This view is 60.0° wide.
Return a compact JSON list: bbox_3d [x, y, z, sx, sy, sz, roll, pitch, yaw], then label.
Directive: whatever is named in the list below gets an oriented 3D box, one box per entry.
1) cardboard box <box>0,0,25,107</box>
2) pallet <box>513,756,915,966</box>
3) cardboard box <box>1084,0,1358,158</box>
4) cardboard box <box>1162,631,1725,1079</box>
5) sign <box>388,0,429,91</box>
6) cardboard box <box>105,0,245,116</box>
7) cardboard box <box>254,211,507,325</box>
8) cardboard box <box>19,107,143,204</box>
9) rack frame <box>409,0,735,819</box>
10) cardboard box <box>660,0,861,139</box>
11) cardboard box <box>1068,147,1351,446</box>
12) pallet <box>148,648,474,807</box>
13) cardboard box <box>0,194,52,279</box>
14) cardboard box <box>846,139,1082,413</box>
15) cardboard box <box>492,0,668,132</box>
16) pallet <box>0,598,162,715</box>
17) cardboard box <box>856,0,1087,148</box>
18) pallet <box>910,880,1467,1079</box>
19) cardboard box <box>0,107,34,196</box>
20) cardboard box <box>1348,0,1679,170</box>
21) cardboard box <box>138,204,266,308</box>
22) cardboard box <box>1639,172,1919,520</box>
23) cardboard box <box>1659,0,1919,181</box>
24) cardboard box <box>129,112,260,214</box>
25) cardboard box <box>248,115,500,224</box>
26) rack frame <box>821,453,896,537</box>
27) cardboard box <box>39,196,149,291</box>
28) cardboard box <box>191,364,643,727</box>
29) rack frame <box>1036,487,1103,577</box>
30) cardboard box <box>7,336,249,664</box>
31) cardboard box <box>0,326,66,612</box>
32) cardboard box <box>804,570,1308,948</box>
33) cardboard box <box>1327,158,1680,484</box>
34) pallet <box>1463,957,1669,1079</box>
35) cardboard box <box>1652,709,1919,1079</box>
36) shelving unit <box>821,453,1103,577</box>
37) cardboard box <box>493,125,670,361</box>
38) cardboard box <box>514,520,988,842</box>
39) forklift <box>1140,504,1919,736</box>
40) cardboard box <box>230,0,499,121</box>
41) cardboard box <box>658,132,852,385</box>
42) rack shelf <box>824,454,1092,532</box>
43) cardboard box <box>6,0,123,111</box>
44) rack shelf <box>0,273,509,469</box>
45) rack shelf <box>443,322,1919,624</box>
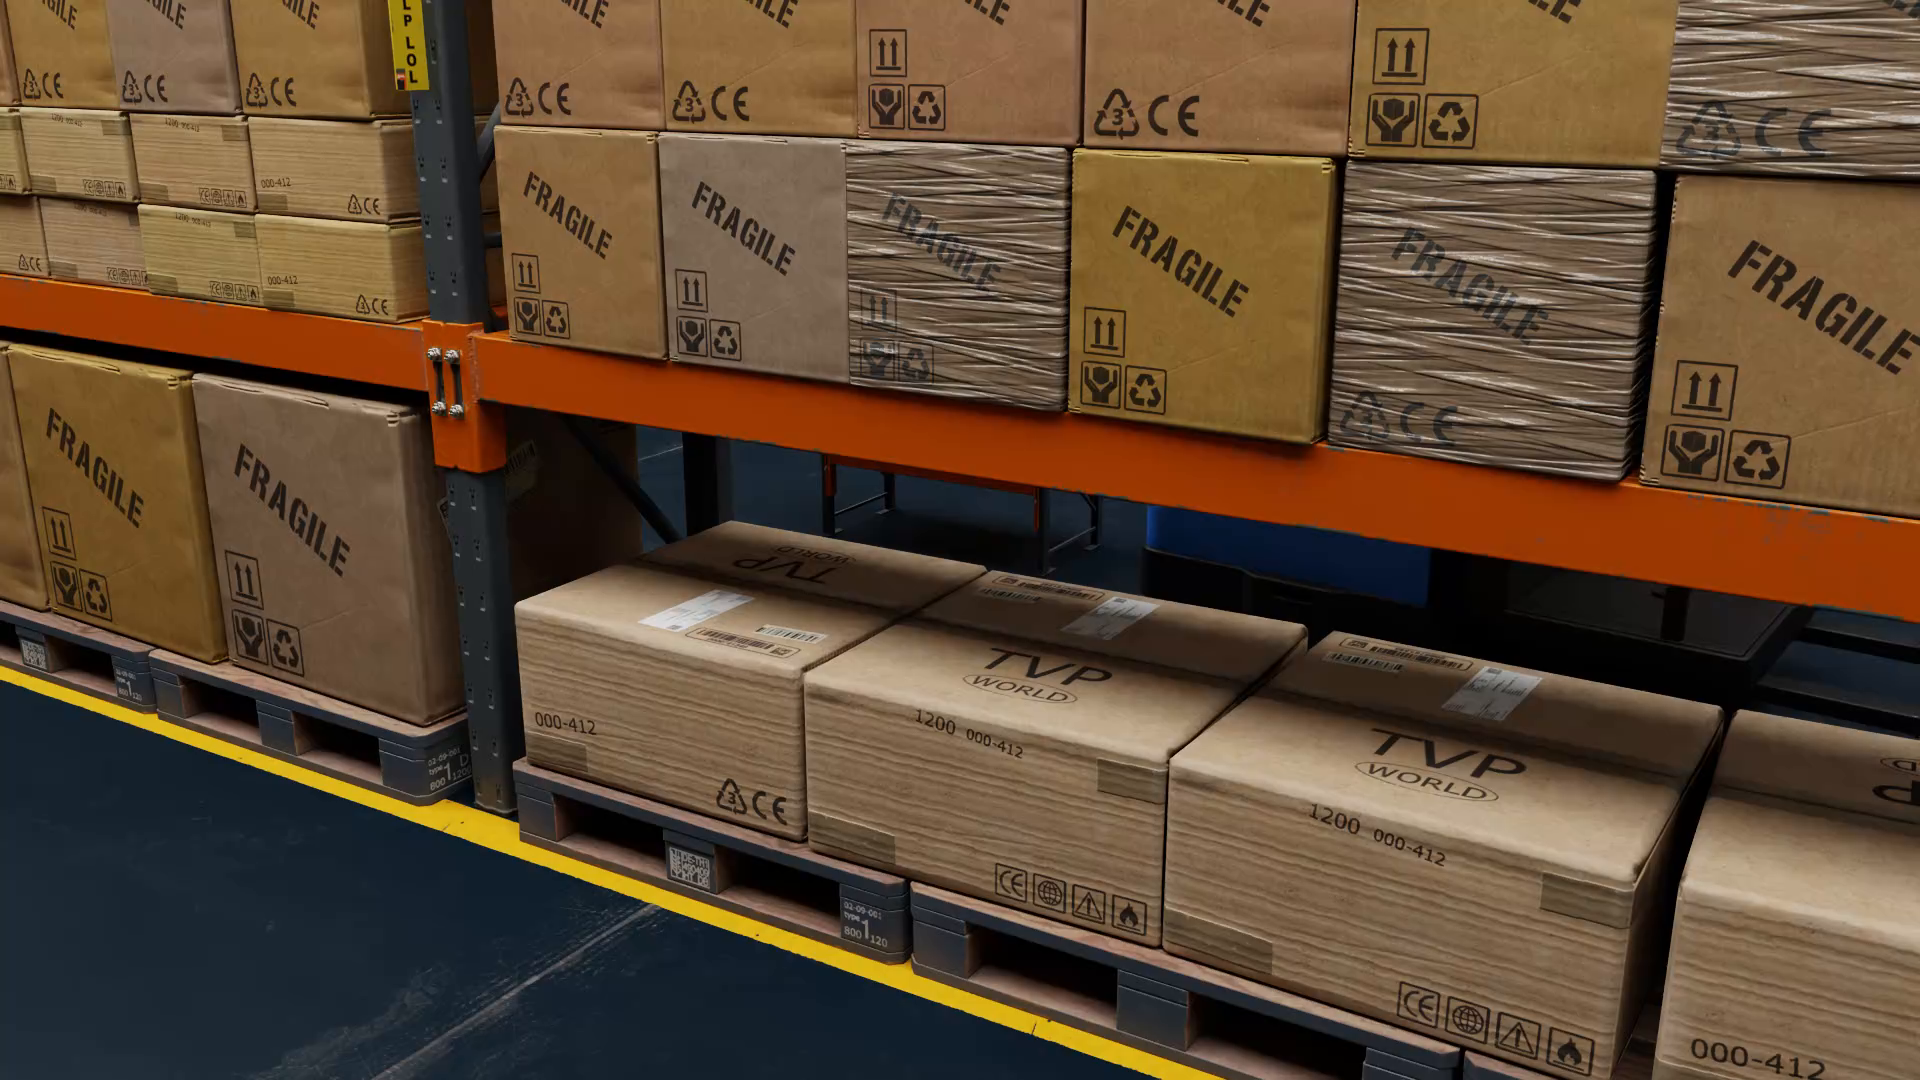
[{"bbox_3d":[-2.826,-1.591,5.067,0.500,0.500,0.500,10,20,31],"label":"cardboard box"},{"bbox_3d":[-0.391,0.644,4.399,1.213,0.211,1.003,10,20,30],"label":"pallet"},{"bbox_3d":[0.567,-0.983,3.064,0.500,0.500,0.500,10,20,30],"label":"cardboard box"},{"bbox_3d":[1.011,0.595,3.447,0.875,0.438,0.875,11,20,32],"label":"cardboard box"},{"bbox_3d":[-1.274,-1.206,3.834,0.005,0.325,0.100,10,20,30],"label":"sign"},{"bbox_3d":[-1.955,-1.434,4.550,0.500,0.500,0.500,11,20,31],"label":"cardboard box"},{"bbox_3d":[-1.512,-0.760,4.479,0.500,0.250,0.500,10,19,29],"label":"cardboard box"},{"bbox_3d":[-2.375,-1.151,4.908,0.500,0.250,0.500,11,20,31],"label":"cardboard box"},{"bbox_3d":[-0.998,-0.826,4.438,0.127,3.000,1.000,10,20,30],"label":"rack frame"},{"bbox_3d":[-0.292,-1.141,3.584,0.500,0.500,0.500,10,19,29],"label":"cardboard box"},{"bbox_3d":[0.551,-0.504,3.207,0.500,0.500,0.500,11,20,32],"label":"cardboard box"},{"bbox_3d":[-1.695,0.410,5.168,1.213,0.211,1.003,10,20,30],"label":"pallet"},{"bbox_3d":[-2.808,-0.996,5.258,0.500,0.250,0.500,10,20,30],"label":"cardboard box"},{"bbox_3d":[0.112,-0.582,3.465,0.500,0.500,0.500,10,20,30],"label":"cardboard box"},{"bbox_3d":[-0.719,-1.219,3.842,0.500,0.500,0.500,10,20,30],"label":"cardboard box"},{"bbox_3d":[-2.739,0.225,5.778,1.213,0.211,1.003,10,20,30],"label":"pallet"},{"bbox_3d":[0.139,-1.060,3.318,0.500,0.500,0.500,11,20,31],"label":"cardboard box"},{"bbox_3d":[0.653,0.829,3.789,1.213,0.211,1.003,10,20,30],"label":"pallet"},{"bbox_3d":[-2.821,-1.225,5.151,0.500,0.250,0.500,11,20,31],"label":"cardboard box"},{"bbox_3d":[0.995,-0.906,2.810,0.500,0.500,0.500,10,20,30],"label":"cardboard box"},{"bbox_3d":[-1.946,-0.837,4.735,0.500,0.250,0.500,10,19,29],"label":"cardboard box"},{"bbox_3d":[1.441,-0.353,2.710,0.500,0.500,0.500,10,19,29],"label":"cardboard box"},{"bbox_3d":[1.414,-0.830,2.560,0.500,0.500,0.500,10,20,30],"label":"cardboard box"},{"bbox_3d":[-1.931,-1.074,4.654,0.500,0.250,0.500,11,20,31],"label":"cardboard box"},{"bbox_3d":[-1.501,-1.000,4.410,0.500,0.250,0.500,10,20,30],"label":"cardboard box"},{"bbox_3d":[-0.427,-0.615,6.969,0.032,1.125,0.500,10,20,30],"label":"rack frame"},{"bbox_3d":[-2.366,-0.919,5.003,0.500,0.250,0.500,10,19,29],"label":"cardboard box"},{"bbox_3d":[-1.568,-0.084,4.931,0.875,0.875,0.875,11,20,32],"label":"cardboard box"},{"bbox_3d":[0.439,-0.460,6.460,0.032,1.125,0.500,10,20,30],"label":"rack frame"},{"bbox_3d":[-2.342,-0.220,5.377,0.875,0.875,0.875,11,20,32],"label":"cardboard box"},{"bbox_3d":[-3.104,-0.356,5.825,0.875,0.875,0.875,10,20,31],"label":"cardboard box"},{"bbox_3d":[0.244,0.458,3.900,0.875,0.438,0.875,9,19,28],"label":"cardboard box"},{"bbox_3d":[0.998,-0.429,2.959,0.500,0.500,0.500,11,20,32],"label":"cardboard box"},{"bbox_3d":[1.688,1.015,3.177,1.213,0.211,1.003,10,20,30],"label":"pallet"},{"bbox_3d":[1.796,0.732,2.995,0.875,0.438,0.875,9,19,28],"label":"cardboard box"},{"bbox_3d":[0.006,-0.537,6.714,1.048,1.125,0.538,10,20,30],"label":"shelving unit"},{"bbox_3d":[-0.735,-0.737,3.975,0.500,0.500,0.500,11,20,32],"label":"cardboard box"},{"bbox_3d":[-0.519,0.322,4.347,0.875,0.438,0.875,10,19,29],"label":"cardboard box"},{"bbox_3d":[2.109,-0.937,4.924,3.031,2.935,1.130,13,21,36],"label":"forklift"},{"bbox_3d":[-1.510,-1.358,4.297,0.500,0.500,0.500,11,20,32],"label":"cardboard box"},{"bbox_3d":[-0.309,-0.660,3.720,0.500,0.500,0.500,10,20,30],"label":"cardboard box"},{"bbox_3d":[0.006,-0.303,6.785,1.000,0.278,0.538,10,20,30],"label":"rack shelf"},{"bbox_3d":[-2.377,-1.516,4.820,0.500,0.500,0.500,11,20,32],"label":"cardboard box"},{"bbox_3d":[-2.702,-0.786,5.544,4.000,0.370,1.077,10,20,30],"label":"rack shelf"},{"bbox_3d":[0.706,-0.177,3.541,4.000,0.370,1.077,10,20,30],"label":"rack shelf"}]
